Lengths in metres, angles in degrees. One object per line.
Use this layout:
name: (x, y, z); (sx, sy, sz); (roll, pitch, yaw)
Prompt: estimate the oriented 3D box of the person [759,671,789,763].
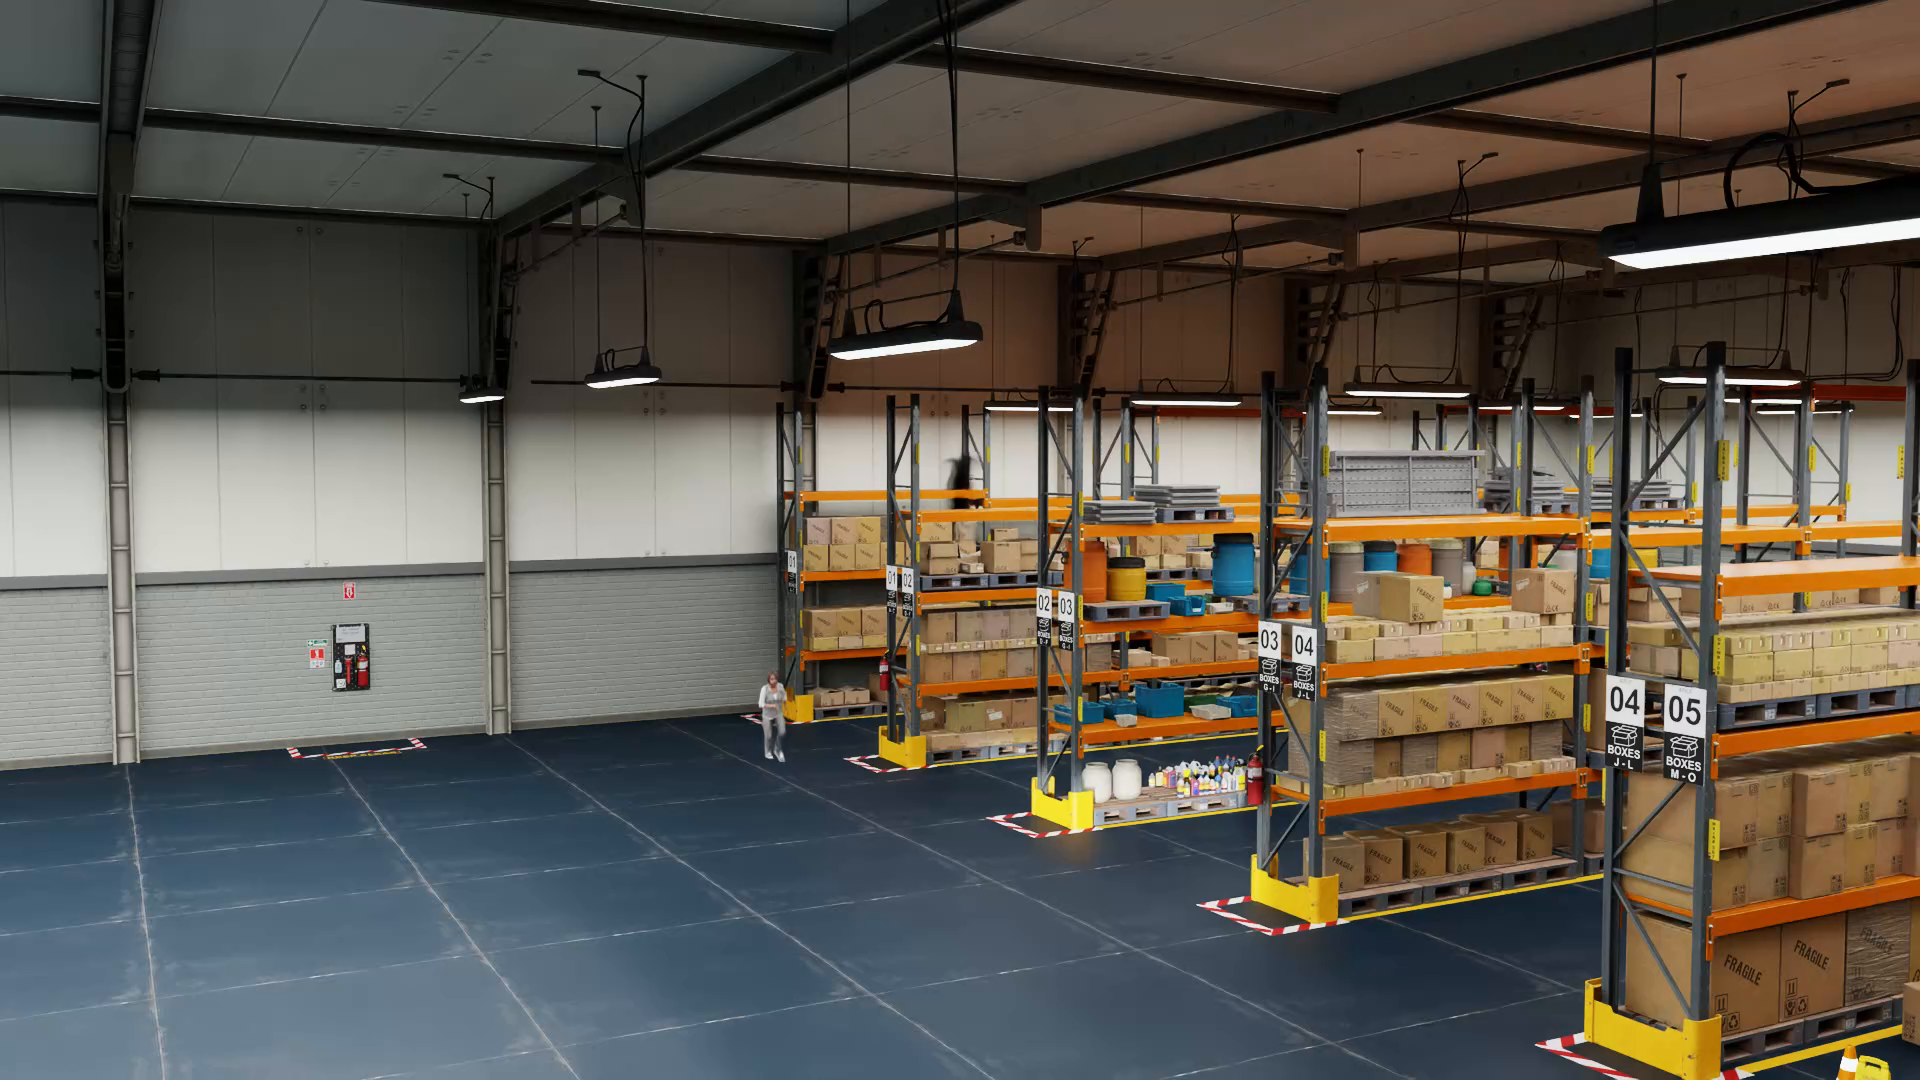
person: (-3.024, 2.870, 27.001); (0.528, 1.520, 0.887); (-1, 3, -15)
